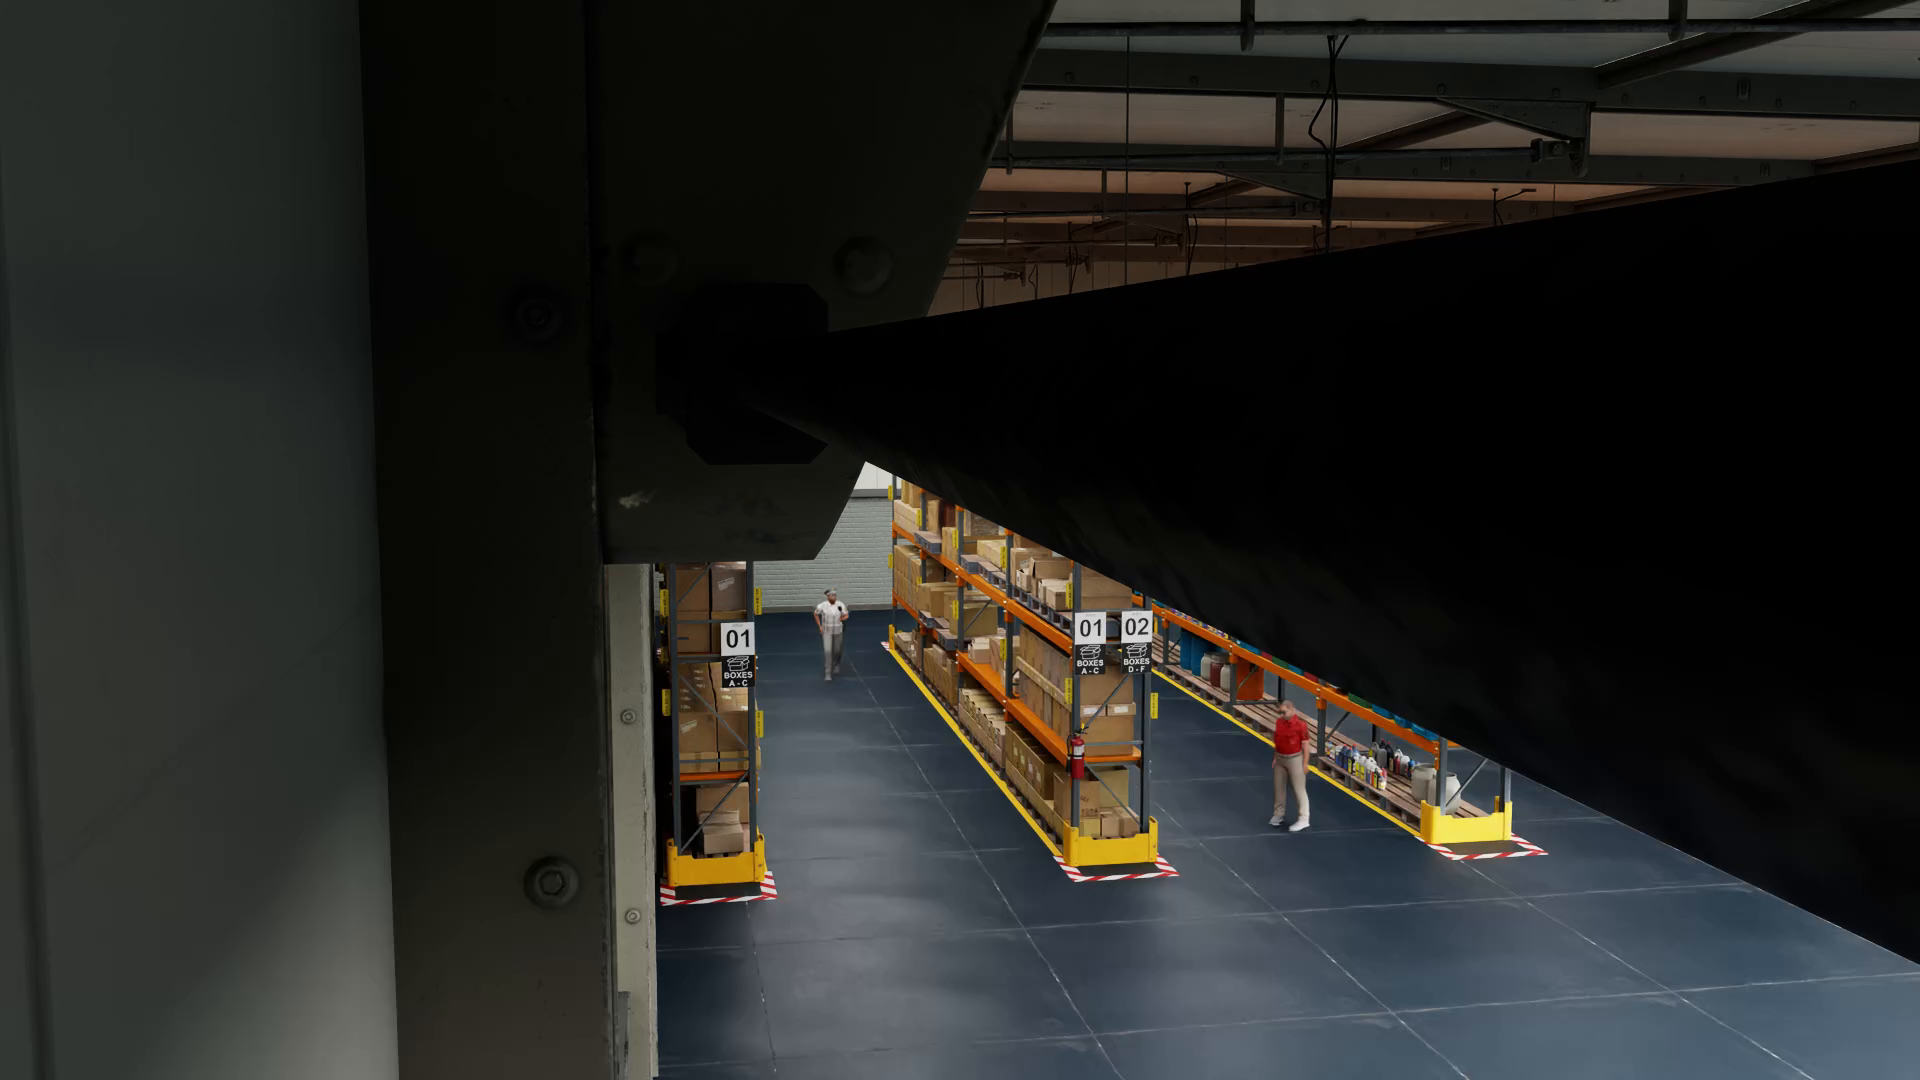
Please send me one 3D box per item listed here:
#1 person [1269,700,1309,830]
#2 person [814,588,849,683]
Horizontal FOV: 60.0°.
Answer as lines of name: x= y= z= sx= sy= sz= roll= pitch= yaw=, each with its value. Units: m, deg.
person: x=4.462 y=3.032 z=22.608 sx=0.429 sy=1.726 sz=0.594 roll=-5 pitch=8 yaw=-38
person: x=-2.546 y=1.851 z=33.070 sx=0.698 sy=1.836 sz=0.846 roll=-1 pitch=6 yaw=-7
